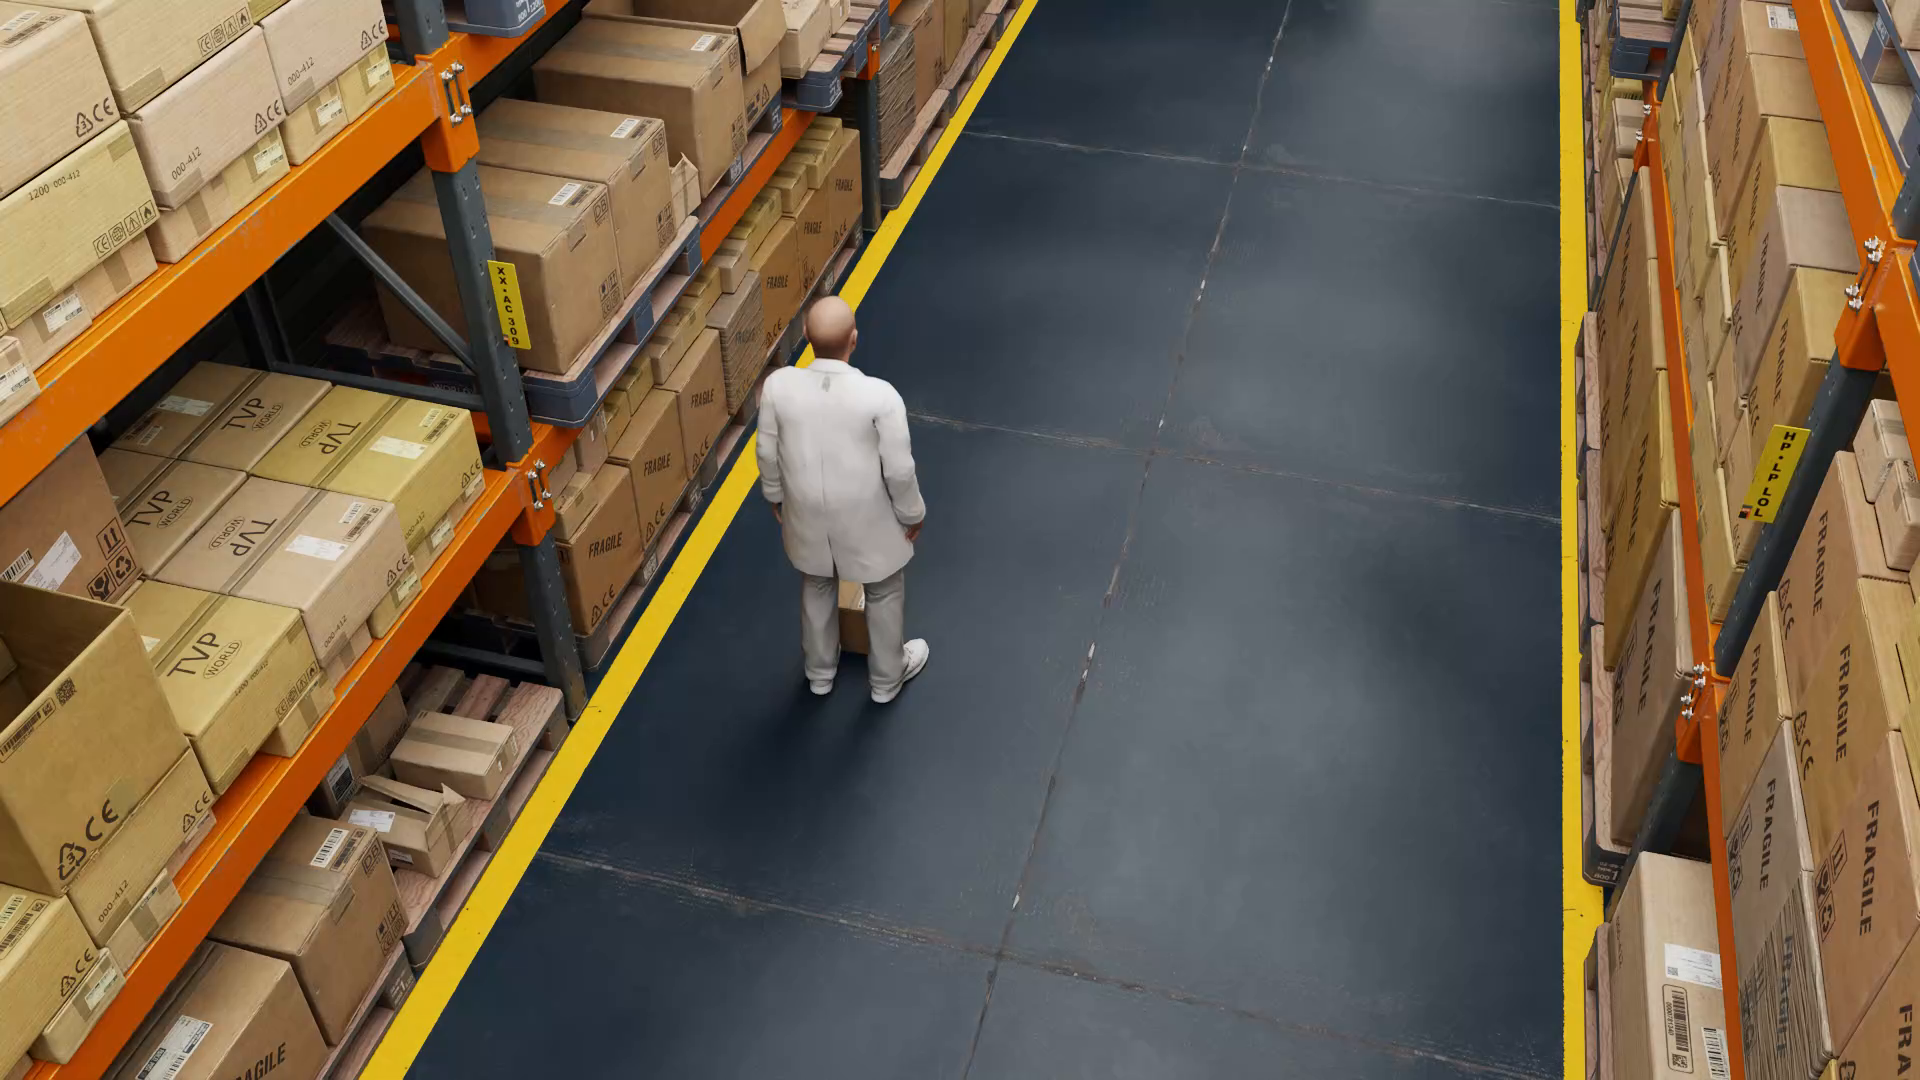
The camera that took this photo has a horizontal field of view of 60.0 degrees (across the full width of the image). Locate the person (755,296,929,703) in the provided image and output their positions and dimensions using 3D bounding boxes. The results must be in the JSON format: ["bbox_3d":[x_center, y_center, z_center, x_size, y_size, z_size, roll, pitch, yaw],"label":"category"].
[{"bbox_3d":[-0.444,-0.124,6.314,0.645,1.774,0.428,9,41,11],"label":"person"}]
